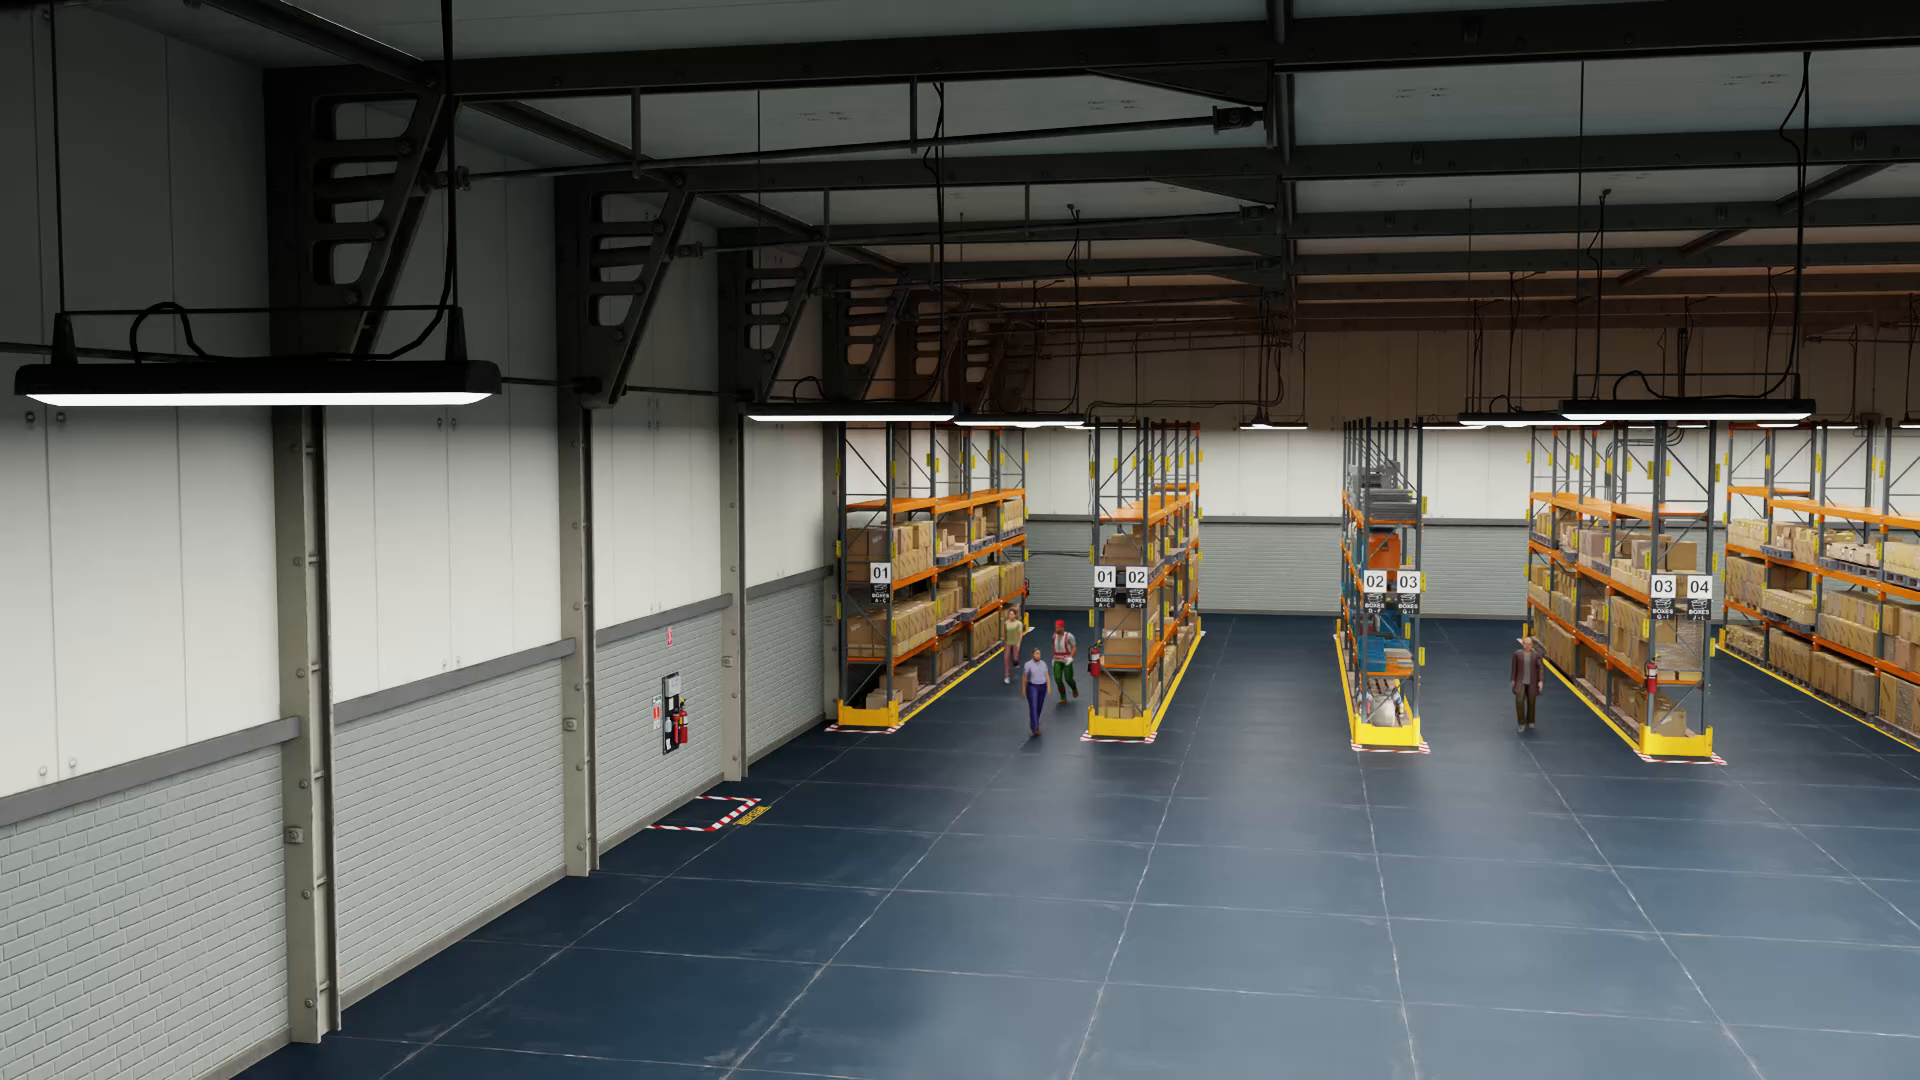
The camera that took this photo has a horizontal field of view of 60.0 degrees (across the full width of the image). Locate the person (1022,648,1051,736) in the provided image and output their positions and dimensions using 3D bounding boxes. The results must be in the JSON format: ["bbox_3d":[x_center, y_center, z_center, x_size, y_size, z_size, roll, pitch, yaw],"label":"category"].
[{"bbox_3d":[1.468,2.862,31.490,0.550,1.596,0.841,-2,4,-30],"label":"person"}]

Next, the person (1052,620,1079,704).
[{"bbox_3d":[2.215,2.563,35.249,0.587,1.756,0.665,2,4,26],"label":"person"}]

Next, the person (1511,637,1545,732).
[{"bbox_3d":[10.909,2.785,31.961,0.631,1.845,0.595,1,4,22],"label":"person"}]

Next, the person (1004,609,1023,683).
[{"bbox_3d":[1.214,2.416,38.224,0.463,1.660,0.840,1,4,13],"label":"person"}]
